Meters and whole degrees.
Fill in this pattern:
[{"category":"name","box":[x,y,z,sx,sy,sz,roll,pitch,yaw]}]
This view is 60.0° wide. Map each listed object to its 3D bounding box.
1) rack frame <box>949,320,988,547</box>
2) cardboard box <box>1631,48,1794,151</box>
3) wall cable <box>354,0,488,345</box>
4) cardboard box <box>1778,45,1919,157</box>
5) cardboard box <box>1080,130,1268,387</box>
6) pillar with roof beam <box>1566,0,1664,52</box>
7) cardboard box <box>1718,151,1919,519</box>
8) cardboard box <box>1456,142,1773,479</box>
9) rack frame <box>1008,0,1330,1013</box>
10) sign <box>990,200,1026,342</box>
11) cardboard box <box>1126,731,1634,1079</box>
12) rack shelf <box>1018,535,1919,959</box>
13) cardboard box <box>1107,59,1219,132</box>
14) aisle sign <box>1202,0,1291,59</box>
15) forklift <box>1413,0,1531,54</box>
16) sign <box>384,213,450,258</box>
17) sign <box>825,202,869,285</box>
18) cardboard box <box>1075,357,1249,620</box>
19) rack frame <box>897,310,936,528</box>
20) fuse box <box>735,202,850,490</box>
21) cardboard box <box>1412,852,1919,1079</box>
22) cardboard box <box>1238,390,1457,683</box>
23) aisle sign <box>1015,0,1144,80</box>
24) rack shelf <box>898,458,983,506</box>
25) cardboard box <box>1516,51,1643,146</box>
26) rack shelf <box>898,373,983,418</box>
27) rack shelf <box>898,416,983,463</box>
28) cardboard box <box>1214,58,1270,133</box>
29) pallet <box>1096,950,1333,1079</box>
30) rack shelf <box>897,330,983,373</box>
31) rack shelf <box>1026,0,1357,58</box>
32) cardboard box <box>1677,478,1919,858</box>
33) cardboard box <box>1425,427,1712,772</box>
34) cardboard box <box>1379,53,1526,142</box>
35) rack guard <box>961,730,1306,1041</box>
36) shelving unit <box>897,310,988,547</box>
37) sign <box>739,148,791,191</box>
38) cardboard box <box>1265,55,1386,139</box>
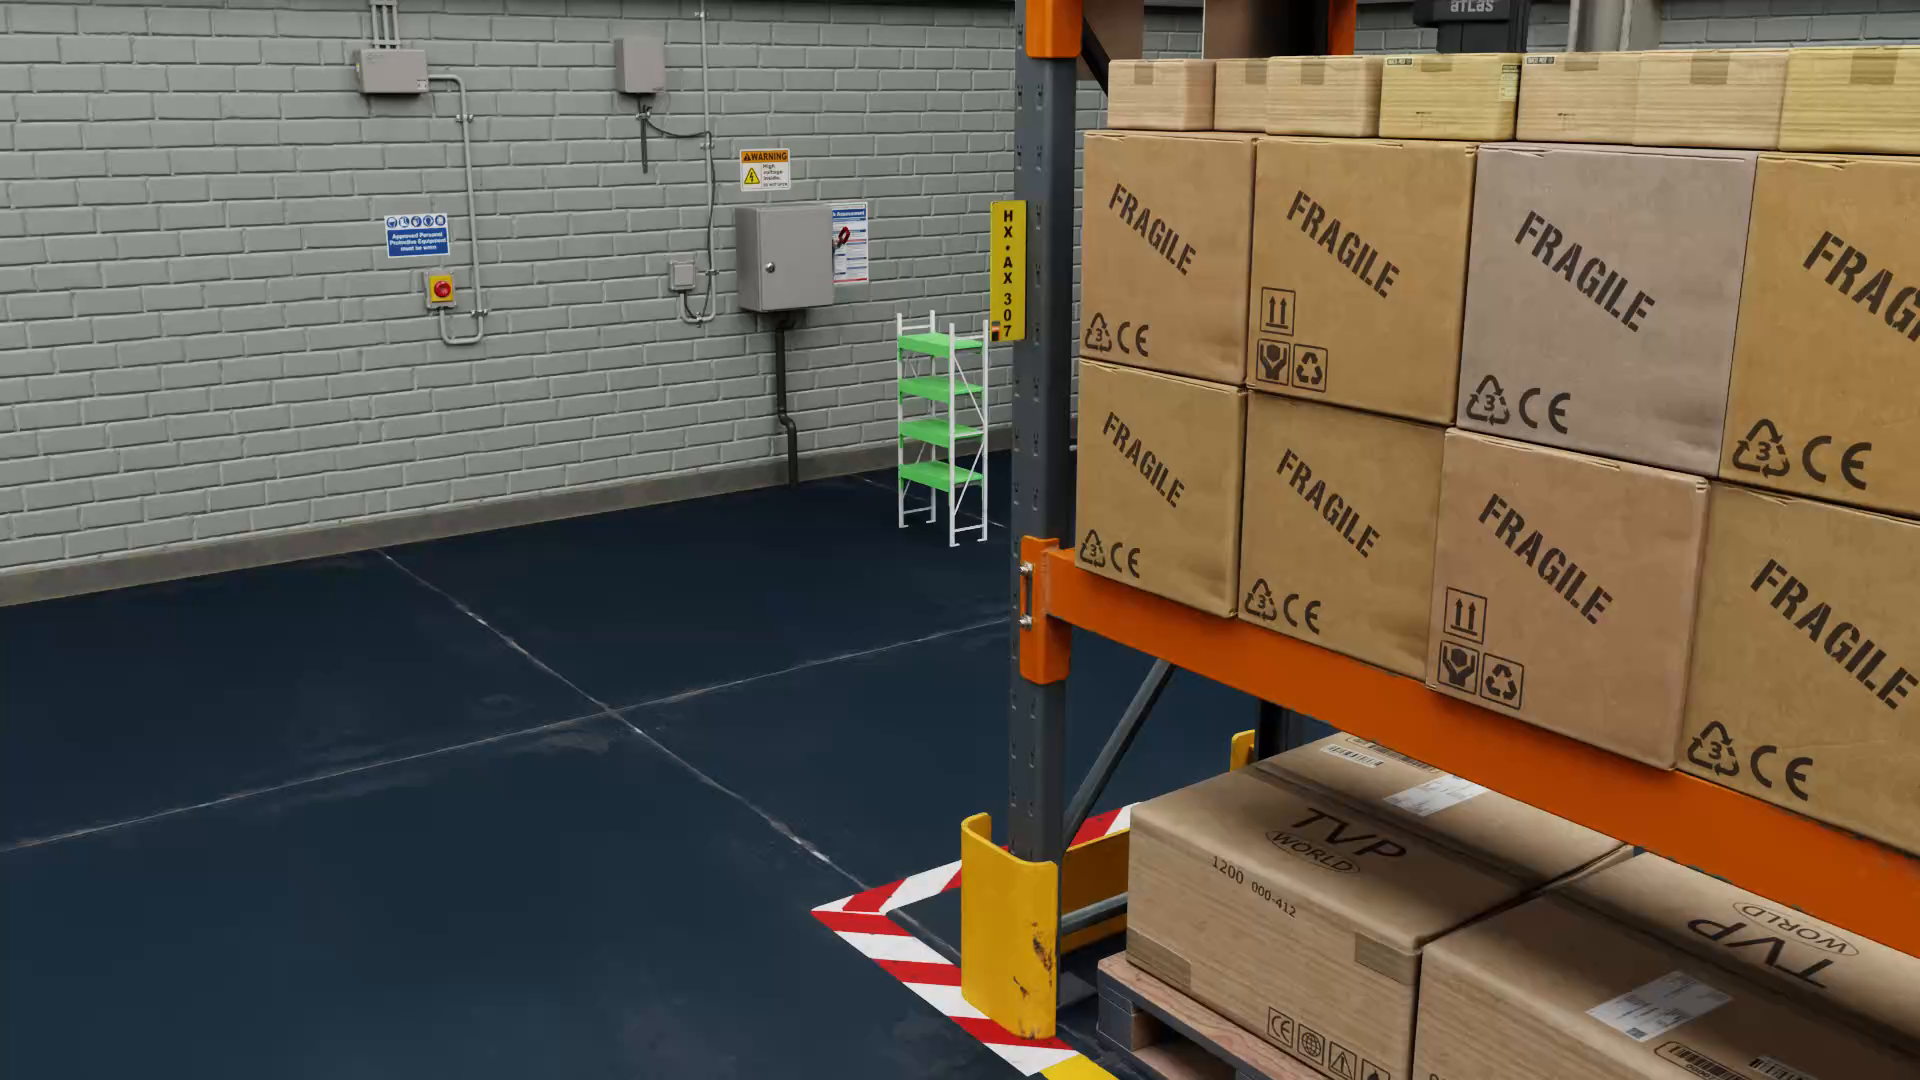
[{"category":"rack frame","box":[0.046,-0.562,8.856,0.240,1.200,0.015,-11,19,-35]},{"category":"cardboard box","box":[1.301,-0.706,2.661,0.380,0.149,0.250,-11,19,-34]},{"category":"wall cable","box":[-2.769,-1.966,8.594,0.585,1.953,0.123,-11,19,-35]},{"category":"cardboard box","box":[1.428,-0.648,2.448,0.380,0.149,0.250,-11,19,-36]},{"category":"cardboard box","box":[0.617,-0.644,3.665,0.500,0.500,0.500,-11,19,-36]},{"category":"pillar with roof beam","box":[0.240,-3.973,6.546,9.100,9.000,0.400,-11,19,-35]},{"category":"cardboard box","box":[1.530,-0.320,2.480,0.500,0.500,0.500,-11,19,-34]},{"category":"cardboard box","box":[1.236,-0.427,2.869,0.500,0.500,0.500,-11,19,-35]},{"category":"rack frame","box":[0.565,-0.261,4.346,1.000,3.000,0.127,-11,19,-35]},{"category":"sign","box":[0.113,-0.632,3.912,0.100,0.325,0.005,-11,19,-35]},{"category":"cardboard box","box":[1.034,0.898,4.171,0.875,0.438,0.875,-12,19,-36]},{"category":"rack shelf","box":[1.741,0.513,2.881,1.077,0.370,4.000,-11,19,-35]},{"category":"cardboard box","box":[0.550,-0.985,3.682,0.380,0.149,0.250,-10,18,-33]},{"category":"aisle sign","box":[0.774,-1.578,4.235,0.394,0.787,0.004,-11,19,-35]},{"category":"forklift","box":[2.902,-1.166,7.785,3.031,2.935,1.130,5,16,18]},{"category":"sign","box":[-2.844,-1.597,8.717,0.327,0.218,0.001,-11,19,-35]},{"category":"sign","box":[-0.706,-1.831,10.264,0.329,0.494,0.001,-11,19,-35]},{"category":"cardboard box","box":[0.615,-0.162,3.796,0.500,0.500,0.500,-11,19,-35]},{"category":"rack frame","box":[-0.241,-0.666,9.237,0.240,1.200,0.015,-11,19,-35]},{"category":"fuse box","box":[-0.984,-1.135,9.980,0.539,1.711,0.414,-11,19,-35]},{"category":"cardboard box","box":[1.579,1.092,3.462,0.875,0.438,0.875,-10,18,-33]},{"category":"cardboard box","box":[0.935,-0.058,3.417,0.500,0.500,0.500,-11,19,-35]},{"category":"aisle sign","box":[0.288,-1.485,3.895,0.394,0.787,0.004,-11,19,-35]},{"category":"rack shelf","box":[-0.097,-0.321,9.127,0.258,0.148,0.480,-11,19,-35]},{"category":"cardboard box","box":[1.188,-0.766,2.880,0.380,0.149,0.250,-11,19,-34]},{"category":"rack shelf","box":[-0.097,-0.784,9.000,0.258,0.148,0.480,-11,19,-35]},{"category":"rack shelf","box":[-0.097,-0.552,9.064,0.258,0.148,0.480,-11,19,-35]},{"category":"cardboard box","box":[0.762,-0.940,3.518,0.380,0.149,0.250,-10,18,-33]},{"category":"pallet","box":[1.099,1.243,4.135,1.003,0.211,1.213,-11,19,-35]},{"category":"rack shelf","box":[-0.097,-1.015,8.937,0.258,0.148,0.480,-11,19,-35]},{"category":"rack shelf","box":[1.741,-0.933,2.485,1.077,0.370,4.000,-11,19,-35]},{"category":"cardboard box","box":[1.528,0.158,2.629,0.500,0.500,0.500,-10,18,-33]},{"category":"cardboard box","box":[1.220,0.053,3.010,0.500,0.500,0.500,-11,19,-35]},{"category":"cardboard box","box":[0.991,-0.814,3.055,0.380,0.149,0.250,-12,19,-36]},{"category":"rack guard","box":[0.551,0.940,4.695,1.175,0.500,0.348,-11,19,-35]},{"category":"shelving unit","box":[-0.097,-0.614,9.047,0.258,1.200,0.503,-11,19,-35]},{"category":"sign","box":[-1.150,-2.190,9.831,0.339,0.242,0.001,-11,19,-35]},{"category":"cardboard box","box":[0.822,-0.867,3.250,0.380,0.149,0.250,-10,18,-33]}]
